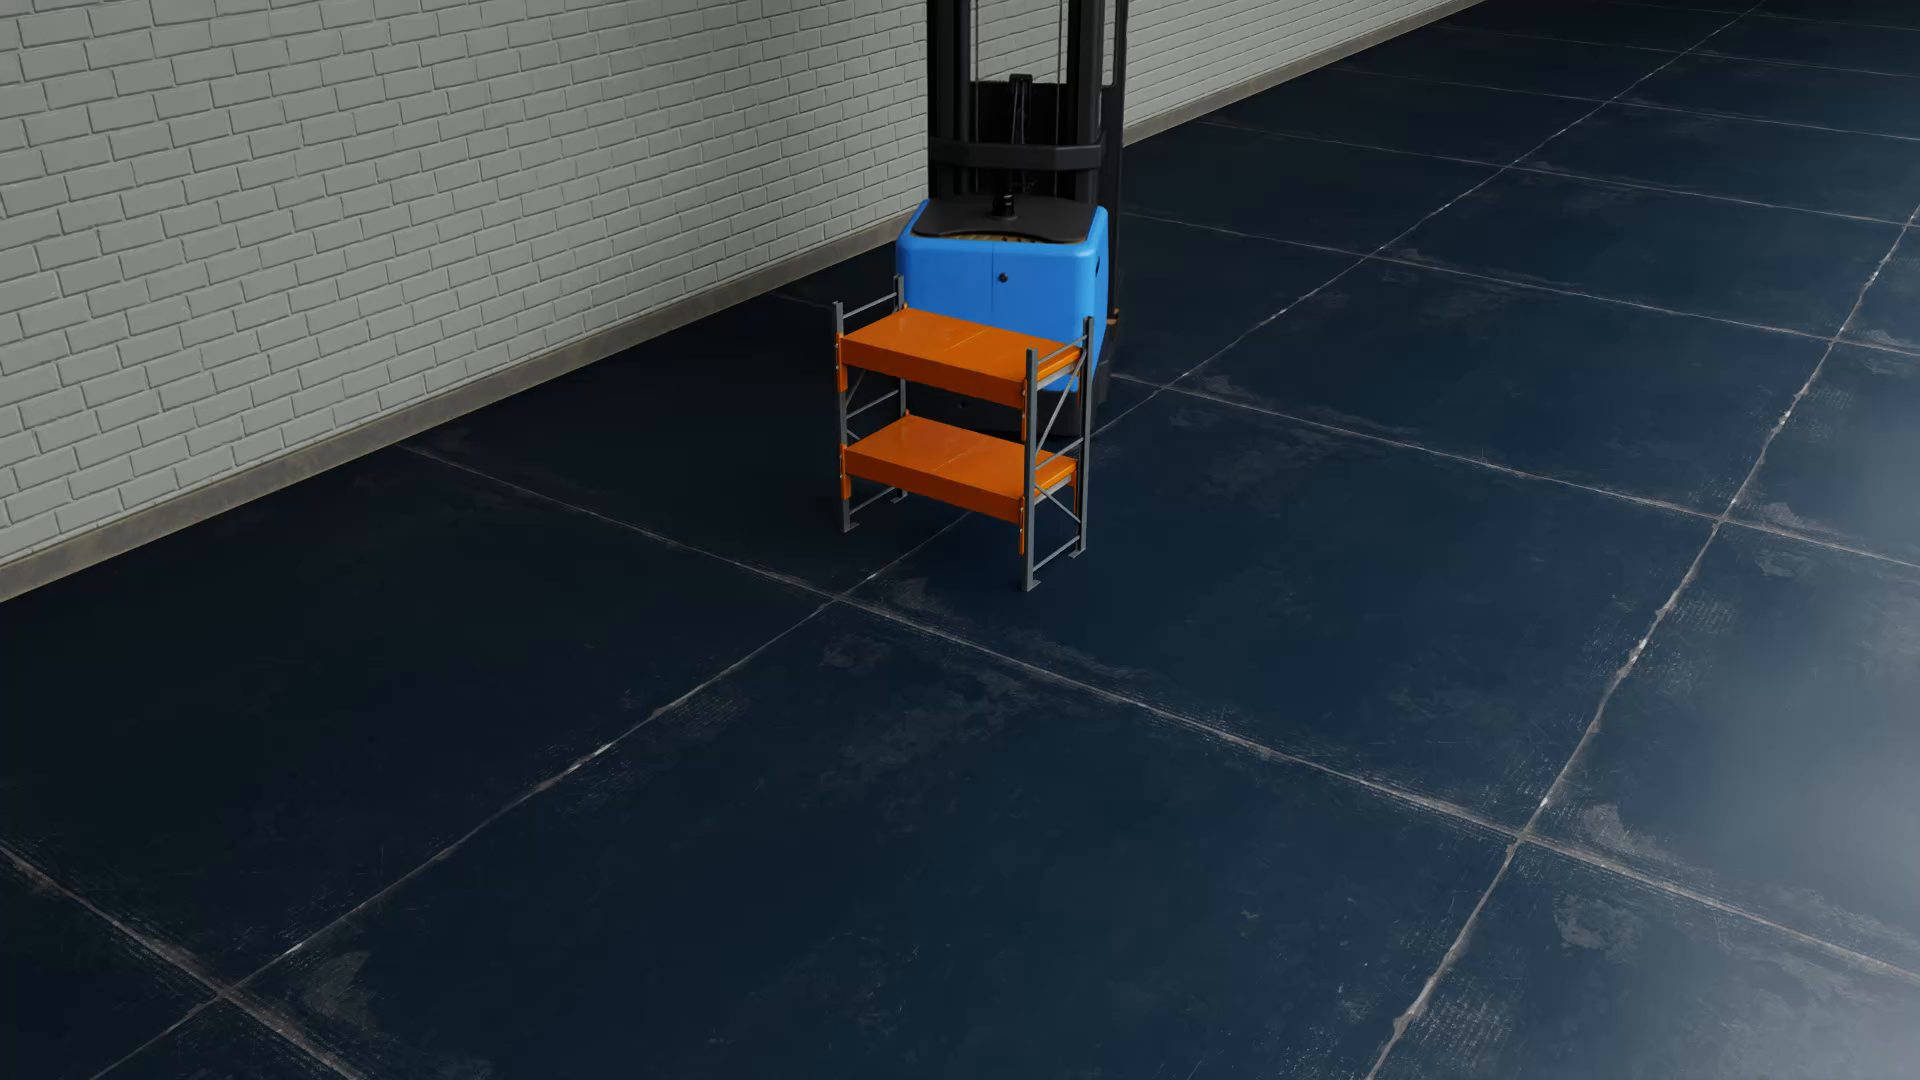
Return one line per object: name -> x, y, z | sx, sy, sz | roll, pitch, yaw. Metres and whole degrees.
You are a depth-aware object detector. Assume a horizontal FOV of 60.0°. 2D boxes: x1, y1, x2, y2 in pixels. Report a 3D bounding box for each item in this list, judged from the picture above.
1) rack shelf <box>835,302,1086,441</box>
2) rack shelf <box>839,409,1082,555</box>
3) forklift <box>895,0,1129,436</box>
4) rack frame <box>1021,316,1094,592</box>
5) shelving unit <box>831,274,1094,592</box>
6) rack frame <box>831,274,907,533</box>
rack shelf -> 0.006, -0.760, 7.359 | 1.000, 0.278, 0.538 | 17, 32, 30
rack shelf -> 0.006, -0.282, 7.602 | 1.000, 0.278, 0.538 | 17, 32, 30
forklift -> 0.402, -2.493, 9.417 | 1.130, 2.935, 3.031 | 4, 27, 8
rack frame -> 0.425, -0.369, 7.235 | 0.032, 1.125, 0.500 | 17, 32, 30
shelving unit -> 0.006, -0.500, 7.491 | 1.048, 1.125, 0.538 | 17, 32, 30
rack frame -> -0.413, -0.630, 7.748 | 0.032, 1.125, 0.500 | 17, 32, 30
